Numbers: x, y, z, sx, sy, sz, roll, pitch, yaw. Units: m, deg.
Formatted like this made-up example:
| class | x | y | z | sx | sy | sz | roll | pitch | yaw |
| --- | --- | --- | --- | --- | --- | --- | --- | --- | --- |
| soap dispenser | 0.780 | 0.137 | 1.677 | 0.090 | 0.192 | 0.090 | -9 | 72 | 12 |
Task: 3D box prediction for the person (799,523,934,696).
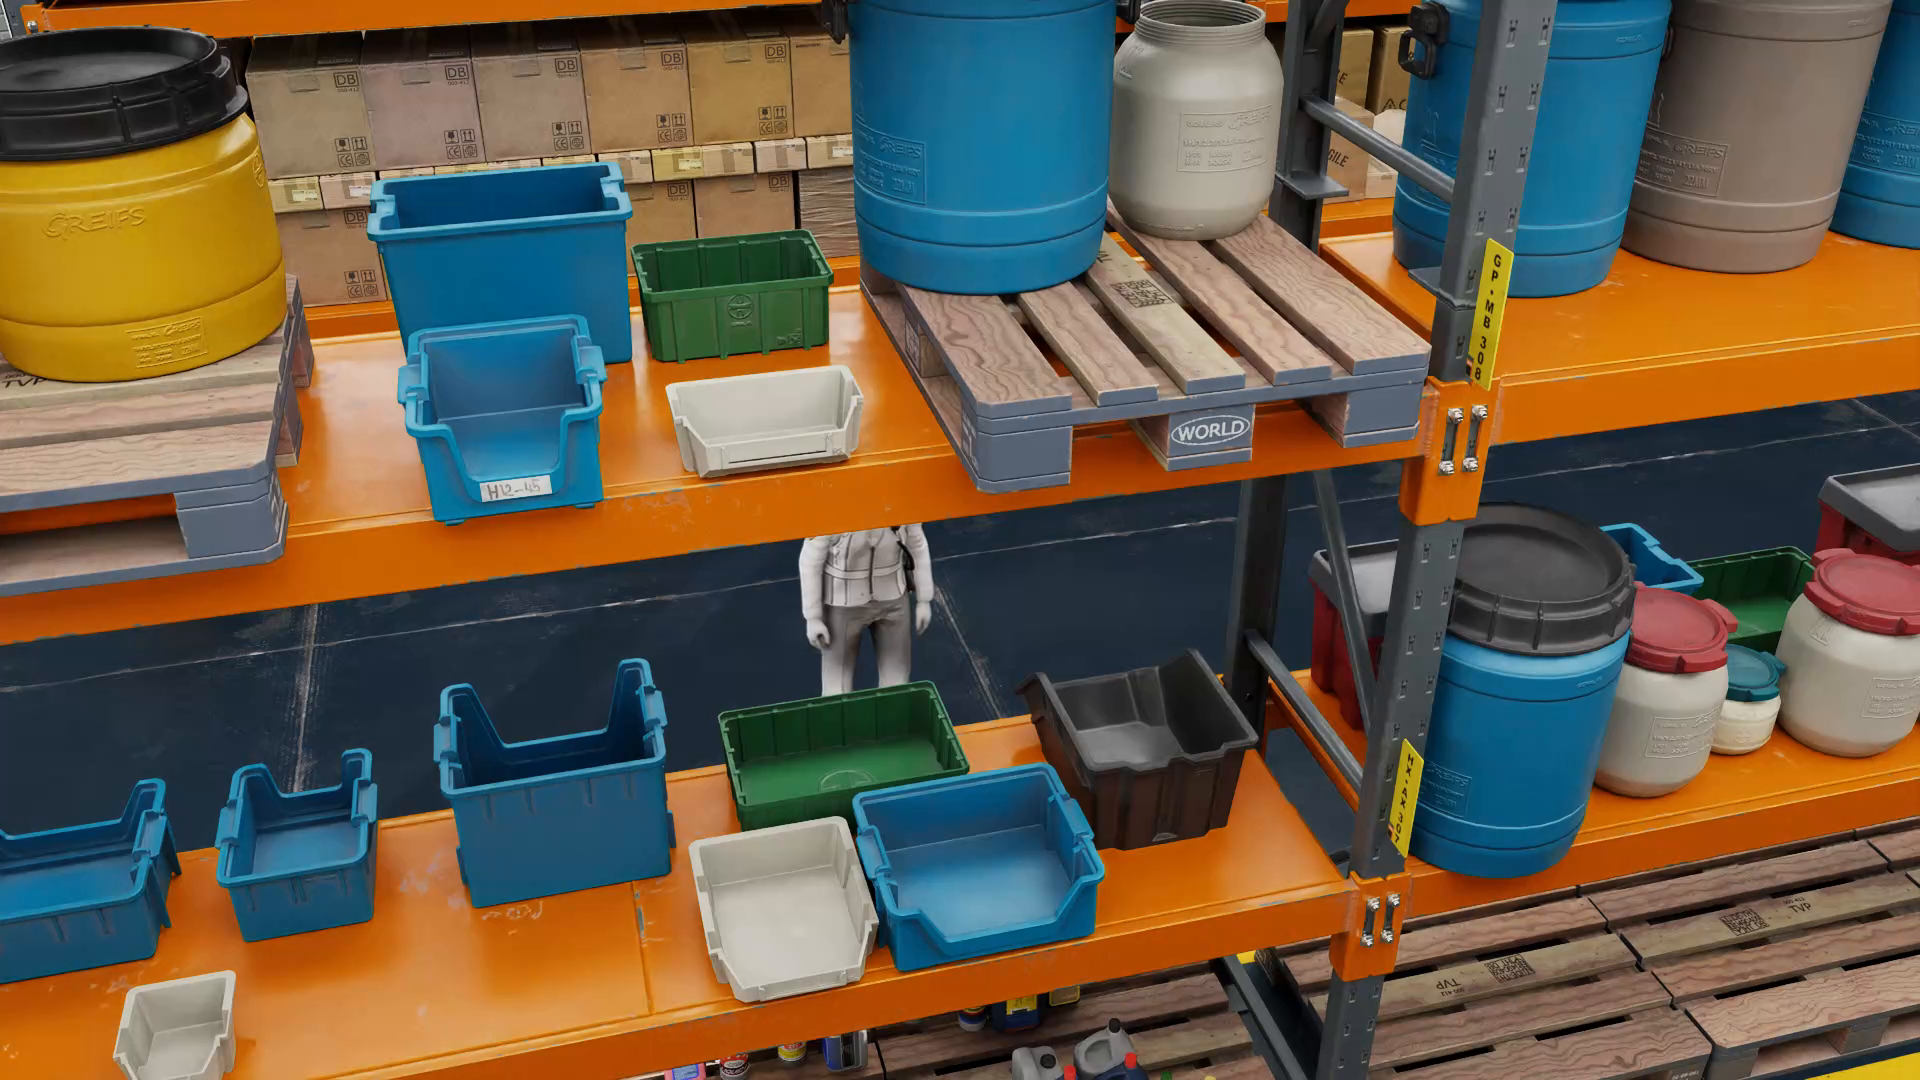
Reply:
| class | x | y | z | sx | sy | sz | roll | pitch | yaw |
| --- | --- | --- | --- | --- | --- | --- | --- | --- | --- |
| person | -0.362 | 0.281 | 6.648 | 0.538 | 1.663 | 0.405 | -9 | 32 | -14 |
